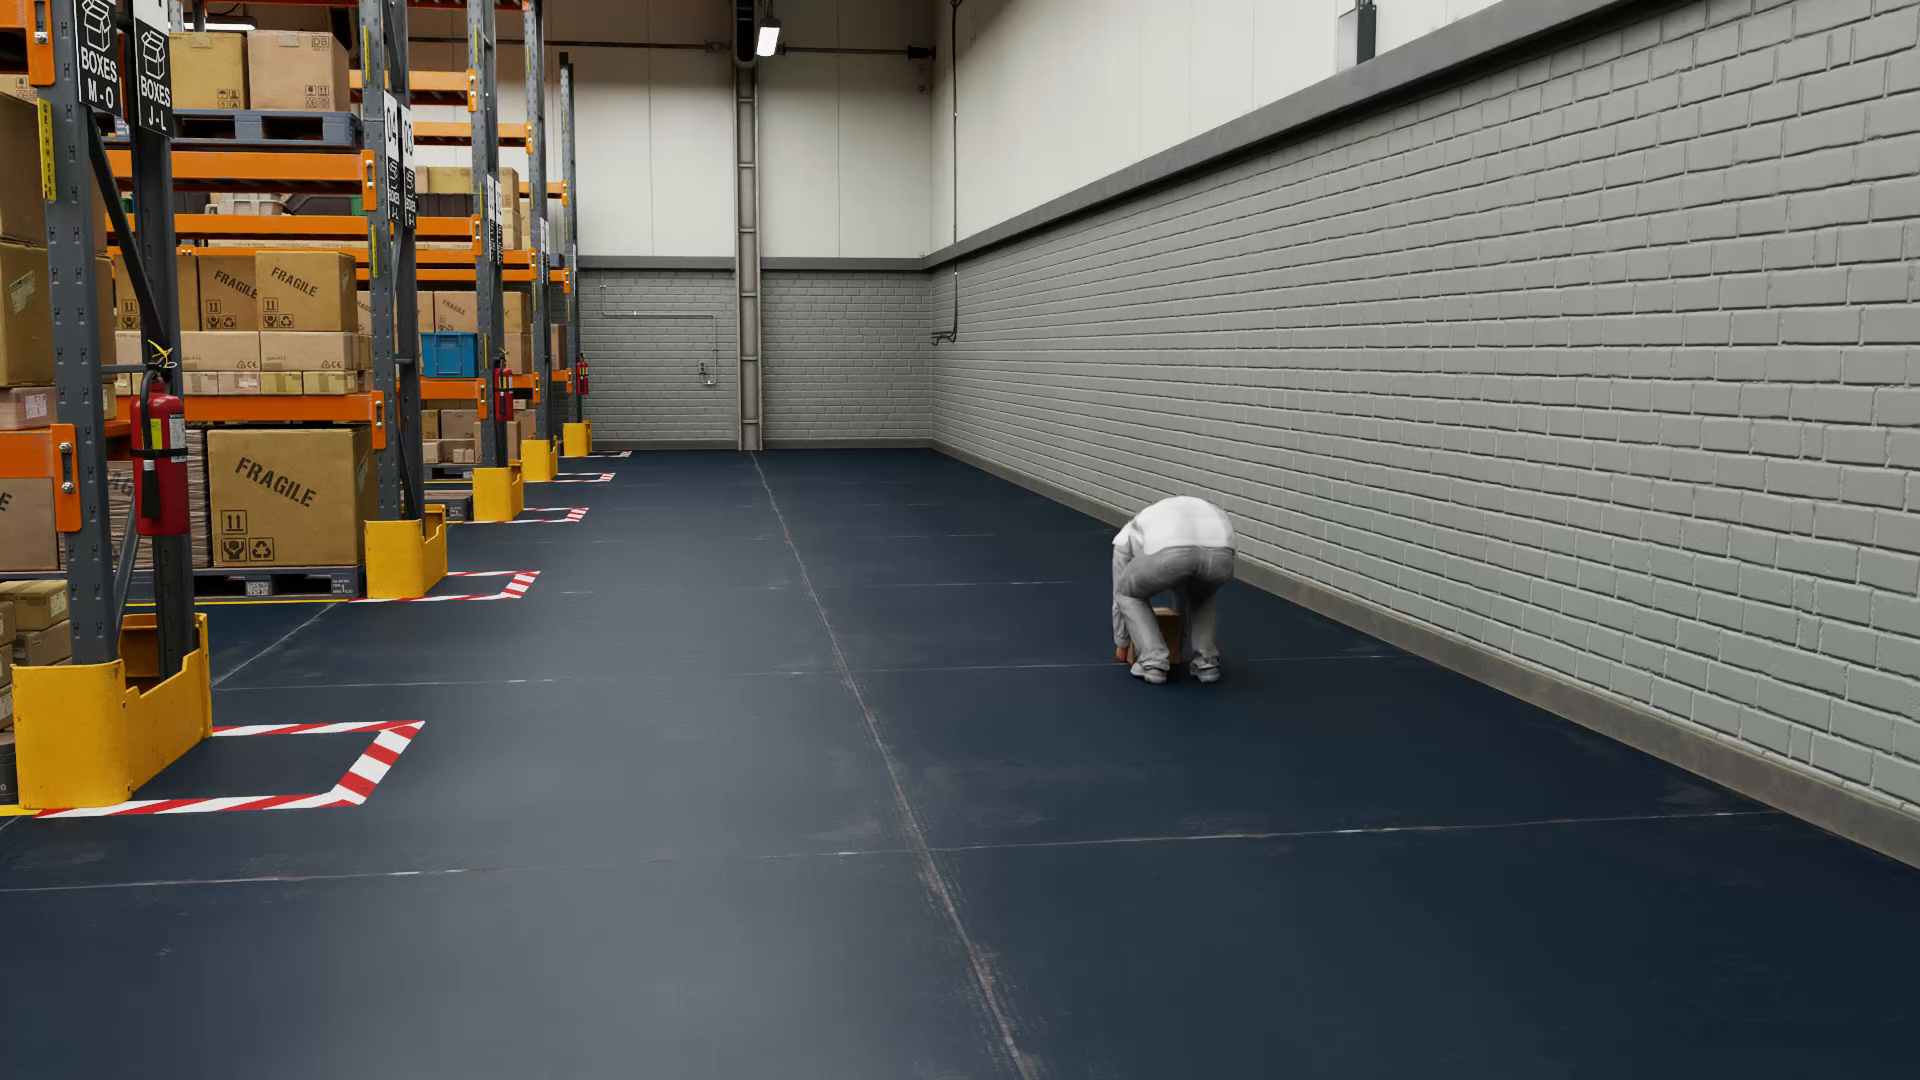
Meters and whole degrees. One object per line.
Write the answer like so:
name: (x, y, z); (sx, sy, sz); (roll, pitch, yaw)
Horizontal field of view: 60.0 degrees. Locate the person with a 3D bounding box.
person: (1.010, 0.219, 8.191); (0.520, 0.896, 1.003); (-1, 7, -11)
